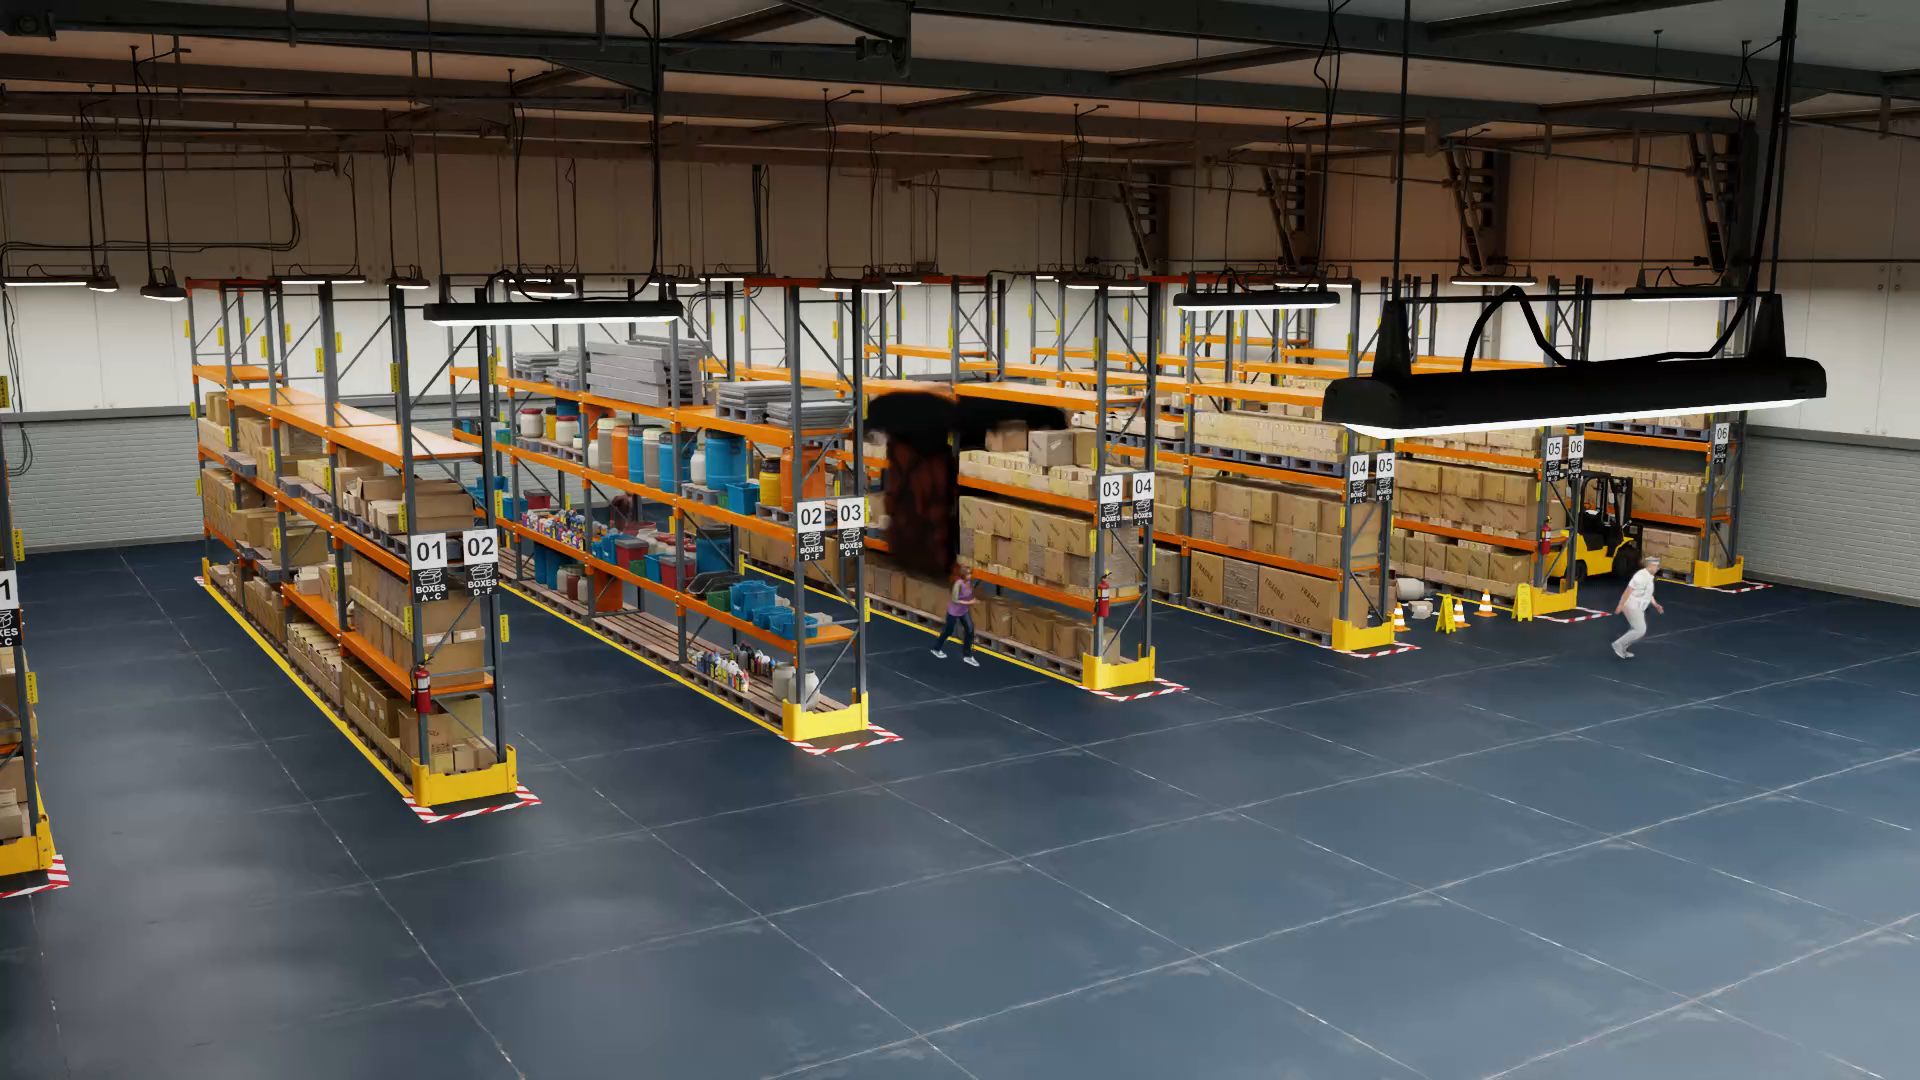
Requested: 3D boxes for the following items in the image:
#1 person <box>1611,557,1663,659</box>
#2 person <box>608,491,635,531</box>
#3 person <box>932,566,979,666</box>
[{"bbox_3d":[10.831,1.074,26.563,0.669,1.659,0.648,7,12,36],"label":"person"},{"bbox_3d":[-7.065,-0.354,35.007,0.709,1.711,0.713,8,13,40],"label":"person"},{"bbox_3d":[-0.046,1.139,25.564,0.906,1.566,0.534,8,13,40],"label":"person"}]
